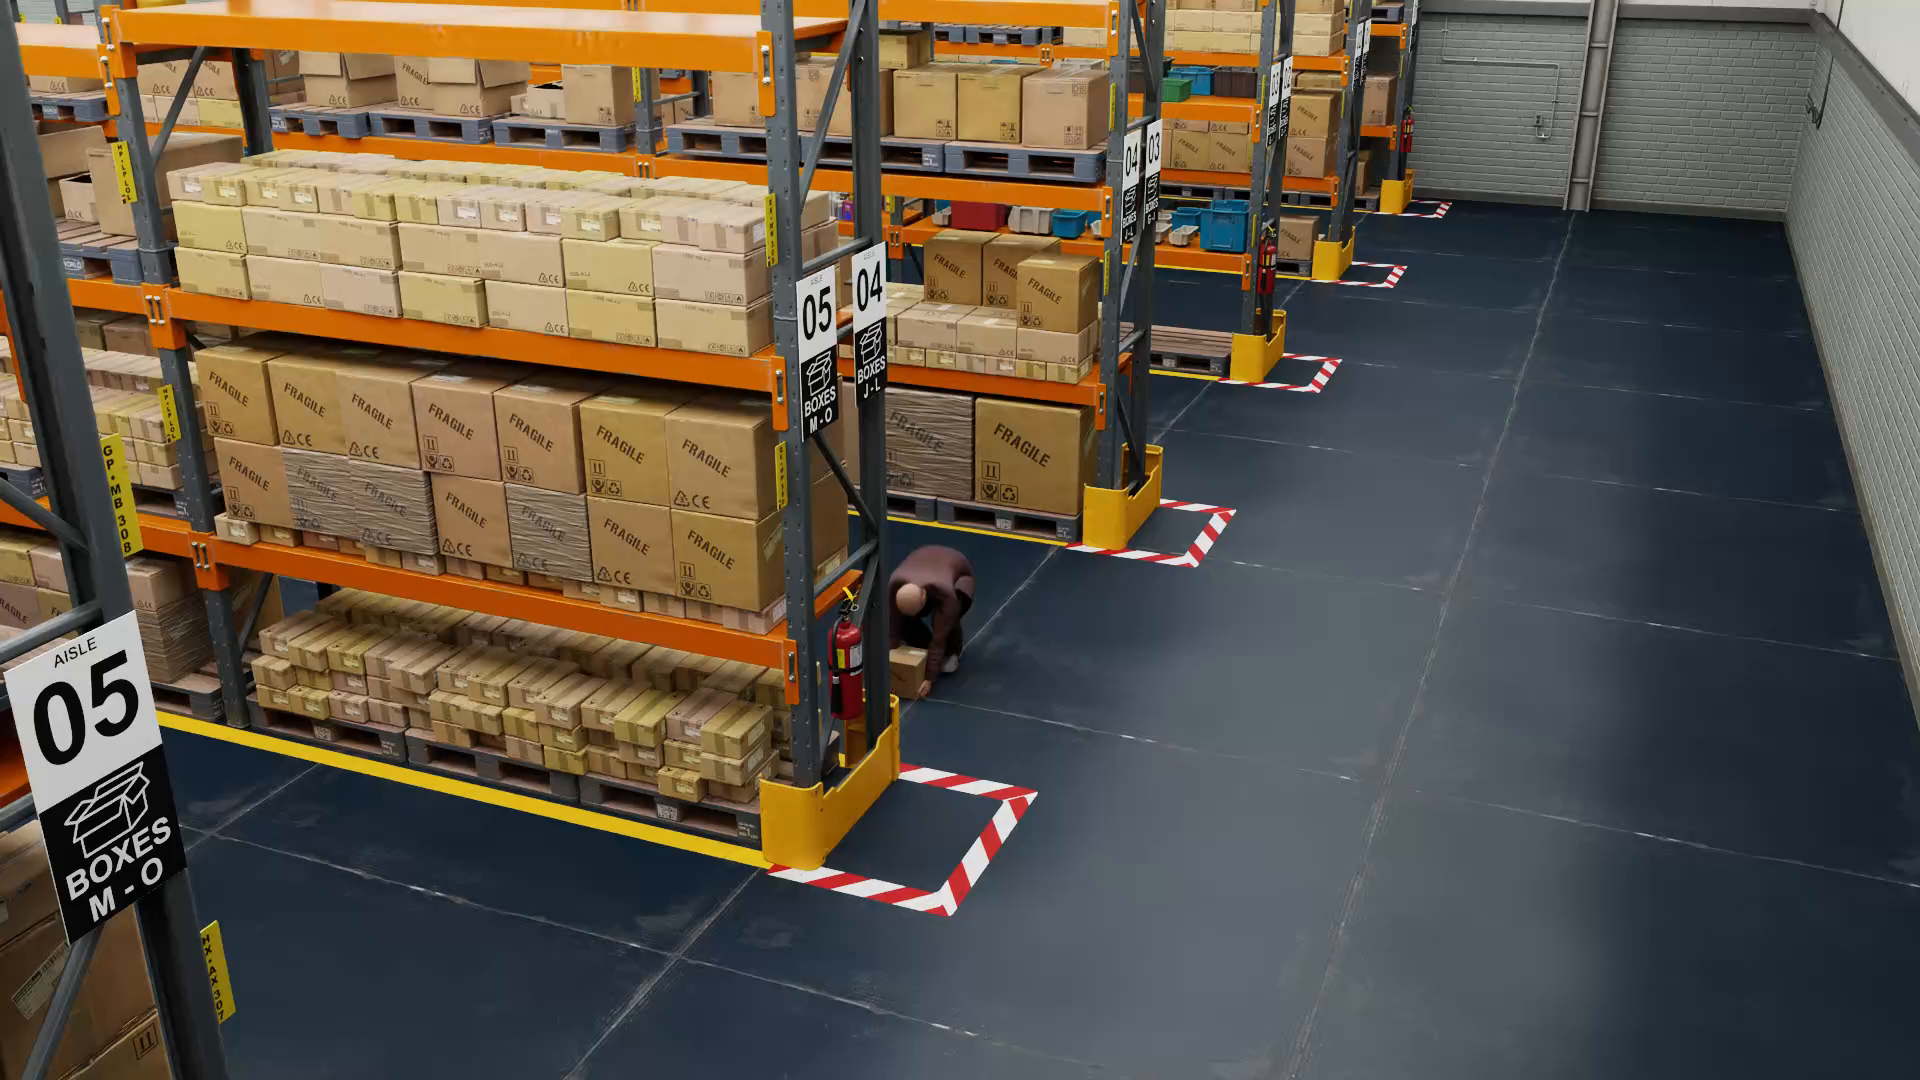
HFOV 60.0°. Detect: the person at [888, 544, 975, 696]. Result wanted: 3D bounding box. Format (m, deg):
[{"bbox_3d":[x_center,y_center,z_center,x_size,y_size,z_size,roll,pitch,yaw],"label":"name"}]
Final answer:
[{"bbox_3d":[-0.216,0.498,11.041,0.572,0.837,0.948,8,23,19],"label":"person"}]
